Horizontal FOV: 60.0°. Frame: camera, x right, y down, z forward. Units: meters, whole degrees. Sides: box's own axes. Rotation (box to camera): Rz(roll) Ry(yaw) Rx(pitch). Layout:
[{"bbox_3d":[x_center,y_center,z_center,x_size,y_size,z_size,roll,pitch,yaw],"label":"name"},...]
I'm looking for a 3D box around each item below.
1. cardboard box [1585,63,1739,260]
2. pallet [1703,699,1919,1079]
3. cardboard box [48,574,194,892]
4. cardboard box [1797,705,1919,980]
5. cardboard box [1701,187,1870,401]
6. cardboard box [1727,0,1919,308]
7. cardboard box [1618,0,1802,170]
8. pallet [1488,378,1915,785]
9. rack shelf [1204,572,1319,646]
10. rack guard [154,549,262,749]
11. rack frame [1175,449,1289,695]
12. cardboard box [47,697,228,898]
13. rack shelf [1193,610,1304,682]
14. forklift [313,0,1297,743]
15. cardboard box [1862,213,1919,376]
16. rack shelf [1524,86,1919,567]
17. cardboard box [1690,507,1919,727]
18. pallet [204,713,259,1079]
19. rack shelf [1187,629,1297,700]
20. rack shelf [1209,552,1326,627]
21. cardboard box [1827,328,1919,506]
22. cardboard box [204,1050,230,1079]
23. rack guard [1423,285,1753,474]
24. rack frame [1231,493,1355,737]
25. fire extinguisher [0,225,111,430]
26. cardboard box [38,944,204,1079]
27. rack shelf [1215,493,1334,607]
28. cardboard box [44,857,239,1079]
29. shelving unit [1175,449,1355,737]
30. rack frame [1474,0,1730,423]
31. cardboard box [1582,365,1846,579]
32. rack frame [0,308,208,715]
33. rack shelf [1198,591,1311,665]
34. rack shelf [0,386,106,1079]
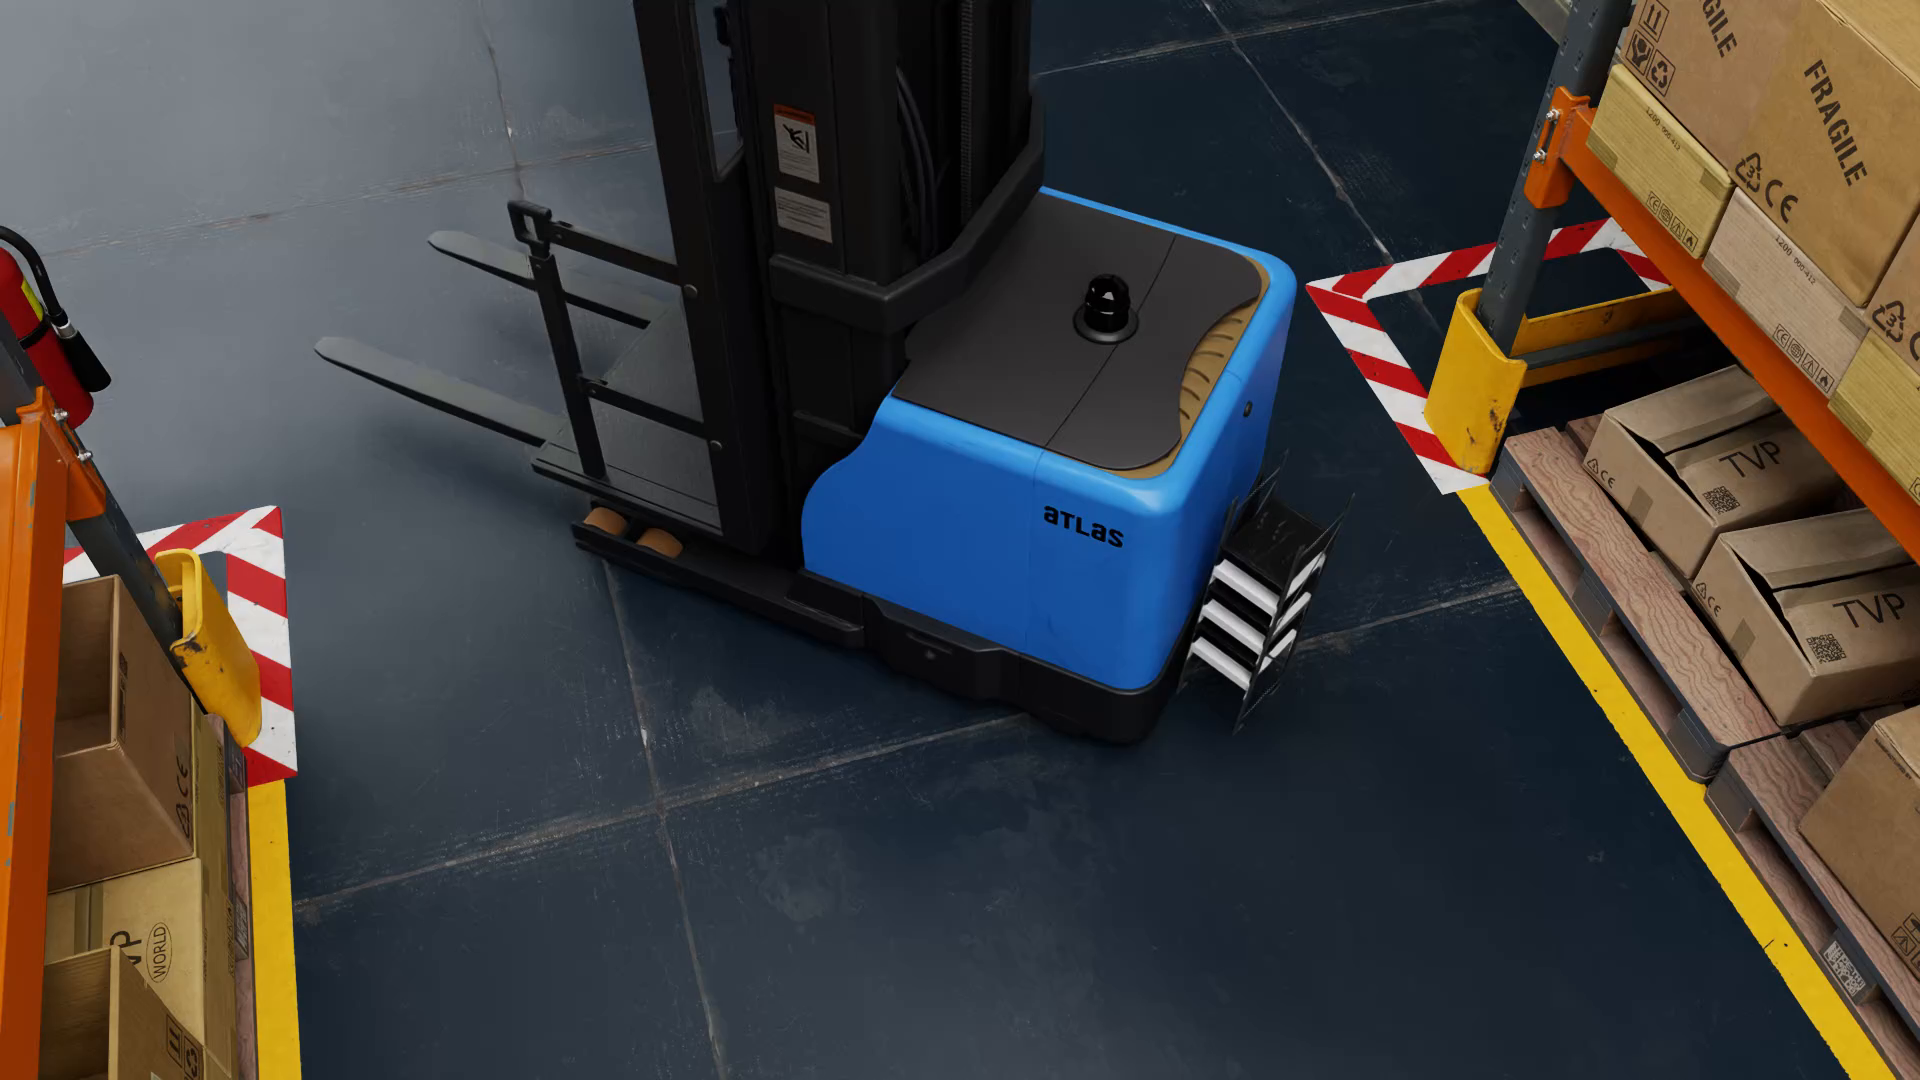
[{"bbox_3d":[1.974,-1.011,4.226,0.500,0.250,0.500,-15,51,-12],"label":"cardboard box"},{"bbox_3d":[2.719,0.964,4.300,1.003,0.211,1.213,-13,51,-11],"label":"pallet"},{"bbox_3d":[-2.155,0.475,3.921,0.500,0.500,0.500,-13,51,-11],"label":"cardboard box"},{"bbox_3d":[2.589,0.672,4.069,0.700,0.500,0.500,-16,52,-13],"label":"cardboard box"},{"bbox_3d":[2.141,-0.635,3.909,0.500,0.250,0.500,-15,51,-12],"label":"cardboard box"},{"bbox_3d":[2.124,-0.901,3.643,0.500,0.500,0.500,-13,51,-11],"label":"cardboard box"},{"bbox_3d":[1.987,-1.265,3.949,0.500,0.500,0.500,-13,51,-11],"label":"cardboard box"},{"bbox_3d":[2.362,0.074,5.049,1.003,0.211,1.213,-13,51,-11],"label":"pallet"},{"bbox_3d":[0.814,0.132,4.467,0.200,0.077,0.258,37,59,22],"label":"rack shelf"},{"bbox_3d":[-2.605,0.429,4.561,1.175,0.500,0.348,-13,51,-11],"label":"rack guard"},{"bbox_3d":[0.735,0.110,4.550,0.006,0.900,0.240,37,59,22],"label":"rack frame"},{"bbox_3d":[-2.157,0.717,4.207,0.500,0.250,0.500,-13,51,-11],"label":"cardboard box"},{"bbox_3d":[0.804,0.241,4.610,0.200,0.077,0.258,37,59,22],"label":"rack shelf"},{"bbox_3d":[-0.631,-1.163,4.313,3.031,2.935,1.130,20,53,16],"label":"forklift"},{"bbox_3d":[2.270,-0.523,3.323,0.500,0.500,0.500,-15,51,-12],"label":"cardboard box"},{"bbox_3d":[2.724,0.211,3.581,1.077,0.370,4.000,-13,51,-11],"label":"rack shelf"},{"bbox_3d":[2.420,0.185,4.603,0.500,0.311,0.500,-10,51,-8],"label":"cardboard box"},{"bbox_3d":[-2.332,1.089,4.194,1.003,0.211,1.213,-13,51,-11],"label":"pallet"},{"bbox_3d":[0.799,0.296,4.682,0.200,0.077,0.258,37,59,22],"label":"rack shelf"},{"bbox_3d":[0.819,0.078,4.396,0.200,0.077,0.258,37,59,22],"label":"rack shelf"},{"bbox_3d":[2.286,-0.262,3.594,0.500,0.250,0.500,-14,51,-12],"label":"cardboard box"},{"bbox_3d":[-1.848,1.444,3.594,0.500,0.250,0.500,-13,51,-11],"label":"cardboard box"},{"bbox_3d":[2.155,-0.620,5.446,1.175,0.500,0.348,-13,51,-11],"label":"rack guard"},{"bbox_3d":[0.886,0.223,4.474,0.006,0.900,0.240,37,59,22],"label":"rack frame"},{"bbox_3d":[-2.189,-0.525,3.781,0.296,0.674,0.183,-13,51,-11],"label":"fire extinguisher"},{"bbox_3d":[-1.846,1.202,3.308,0.500,0.500,0.500,-13,51,-11],"label":"cardboard box"},{"bbox_3d":[0.823,0.023,4.324,0.200,0.077,0.258,37,59,22],"label":"rack shelf"},{"bbox_3d":[-1.998,1.080,3.902,0.500,0.250,0.500,-13,51,-11],"label":"cardboard box"},{"bbox_3d":[0.811,0.166,4.512,0.210,0.900,0.258,37,59,22],"label":"shelving unit"},{"bbox_3d":[2.133,-1.481,4.537,1.000,3.000,0.127,-13,51,-11],"label":"rack frame"},{"bbox_3d":[2.251,-0.231,4.954,0.500,0.311,0.500,-19,52,-15],"label":"cardboard box"},{"bbox_3d":[-2.598,-0.359,3.590,1.000,3.000,0.127,-13,51,-11],"label":"rack frame"},{"bbox_3d":[0.809,0.187,4.539,0.200,0.077,0.258,37,59,22],"label":"rack shelf"},{"bbox_3d":[-2.007,1.334,2.634,1.077,0.370,4.000,-13,51,-11],"label":"rack shelf"}]
